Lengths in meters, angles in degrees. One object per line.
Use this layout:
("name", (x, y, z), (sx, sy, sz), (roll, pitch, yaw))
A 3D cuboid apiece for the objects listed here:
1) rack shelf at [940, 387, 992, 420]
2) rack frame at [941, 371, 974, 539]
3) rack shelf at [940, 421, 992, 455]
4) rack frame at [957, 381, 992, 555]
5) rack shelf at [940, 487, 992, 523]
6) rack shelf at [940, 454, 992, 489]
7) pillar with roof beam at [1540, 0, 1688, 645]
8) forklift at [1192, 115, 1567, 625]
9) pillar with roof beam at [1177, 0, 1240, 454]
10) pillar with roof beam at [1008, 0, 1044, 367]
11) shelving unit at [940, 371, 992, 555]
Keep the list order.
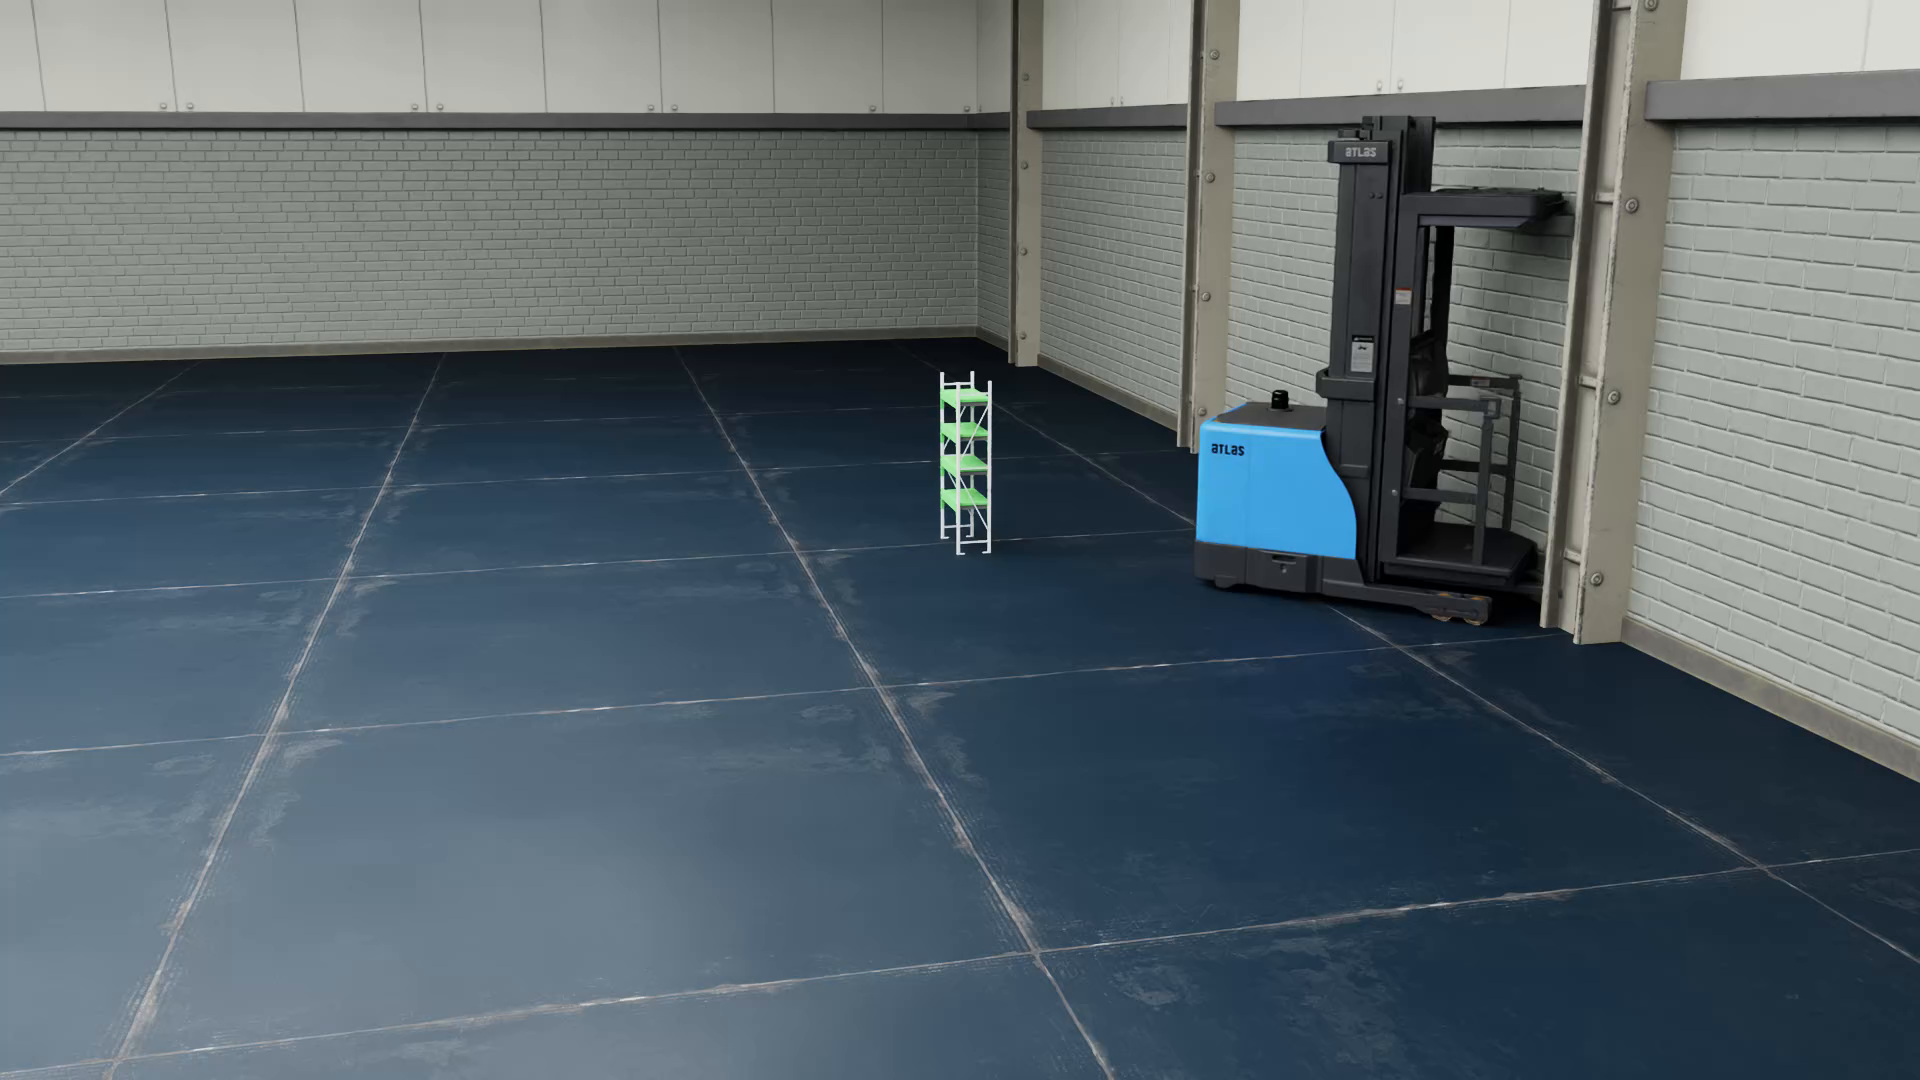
("rack shelf", (0.039, -0.949, 11.530), (0.258, 0.148, 0.480), (-3, 14, -13))
("rack frame", (-0.018, -0.601, 11.859), (0.240, 1.200, 0.015), (-3, 14, -13))
("rack shelf", (0.039, -0.716, 11.587), (0.258, 0.148, 0.480), (-3, 14, -13))
("rack frame", (0.096, -0.488, 11.398), (0.240, 1.200, 0.015), (-3, 14, -13))
("rack shelf", (0.039, -0.249, 11.700), (0.258, 0.148, 0.480), (-3, 14, -13))
("rack shelf", (0.039, -0.483, 11.644), (0.258, 0.148, 0.480), (-3, 14, -13))
("pillar with roof beam", (-0.556, -3.589, 7.656), (9.100, 9.000, 0.400), (-3, 14, -13))
("forklift", (3.045, -1.062, 10.099), (3.031, 2.935, 1.130), (7, 15, 27))
("pillar with roof beam", (-1.965, -4.973, 13.322), (9.100, 9.000, 0.400), (-3, 14, -13))
("pillar with roof beam", (-3.374, -6.357, 18.987), (9.100, 9.000, 0.400), (-3, 14, -13))
("shelving unit", (0.039, -0.545, 11.628), (0.258, 1.200, 0.503), (-3, 14, -13))
